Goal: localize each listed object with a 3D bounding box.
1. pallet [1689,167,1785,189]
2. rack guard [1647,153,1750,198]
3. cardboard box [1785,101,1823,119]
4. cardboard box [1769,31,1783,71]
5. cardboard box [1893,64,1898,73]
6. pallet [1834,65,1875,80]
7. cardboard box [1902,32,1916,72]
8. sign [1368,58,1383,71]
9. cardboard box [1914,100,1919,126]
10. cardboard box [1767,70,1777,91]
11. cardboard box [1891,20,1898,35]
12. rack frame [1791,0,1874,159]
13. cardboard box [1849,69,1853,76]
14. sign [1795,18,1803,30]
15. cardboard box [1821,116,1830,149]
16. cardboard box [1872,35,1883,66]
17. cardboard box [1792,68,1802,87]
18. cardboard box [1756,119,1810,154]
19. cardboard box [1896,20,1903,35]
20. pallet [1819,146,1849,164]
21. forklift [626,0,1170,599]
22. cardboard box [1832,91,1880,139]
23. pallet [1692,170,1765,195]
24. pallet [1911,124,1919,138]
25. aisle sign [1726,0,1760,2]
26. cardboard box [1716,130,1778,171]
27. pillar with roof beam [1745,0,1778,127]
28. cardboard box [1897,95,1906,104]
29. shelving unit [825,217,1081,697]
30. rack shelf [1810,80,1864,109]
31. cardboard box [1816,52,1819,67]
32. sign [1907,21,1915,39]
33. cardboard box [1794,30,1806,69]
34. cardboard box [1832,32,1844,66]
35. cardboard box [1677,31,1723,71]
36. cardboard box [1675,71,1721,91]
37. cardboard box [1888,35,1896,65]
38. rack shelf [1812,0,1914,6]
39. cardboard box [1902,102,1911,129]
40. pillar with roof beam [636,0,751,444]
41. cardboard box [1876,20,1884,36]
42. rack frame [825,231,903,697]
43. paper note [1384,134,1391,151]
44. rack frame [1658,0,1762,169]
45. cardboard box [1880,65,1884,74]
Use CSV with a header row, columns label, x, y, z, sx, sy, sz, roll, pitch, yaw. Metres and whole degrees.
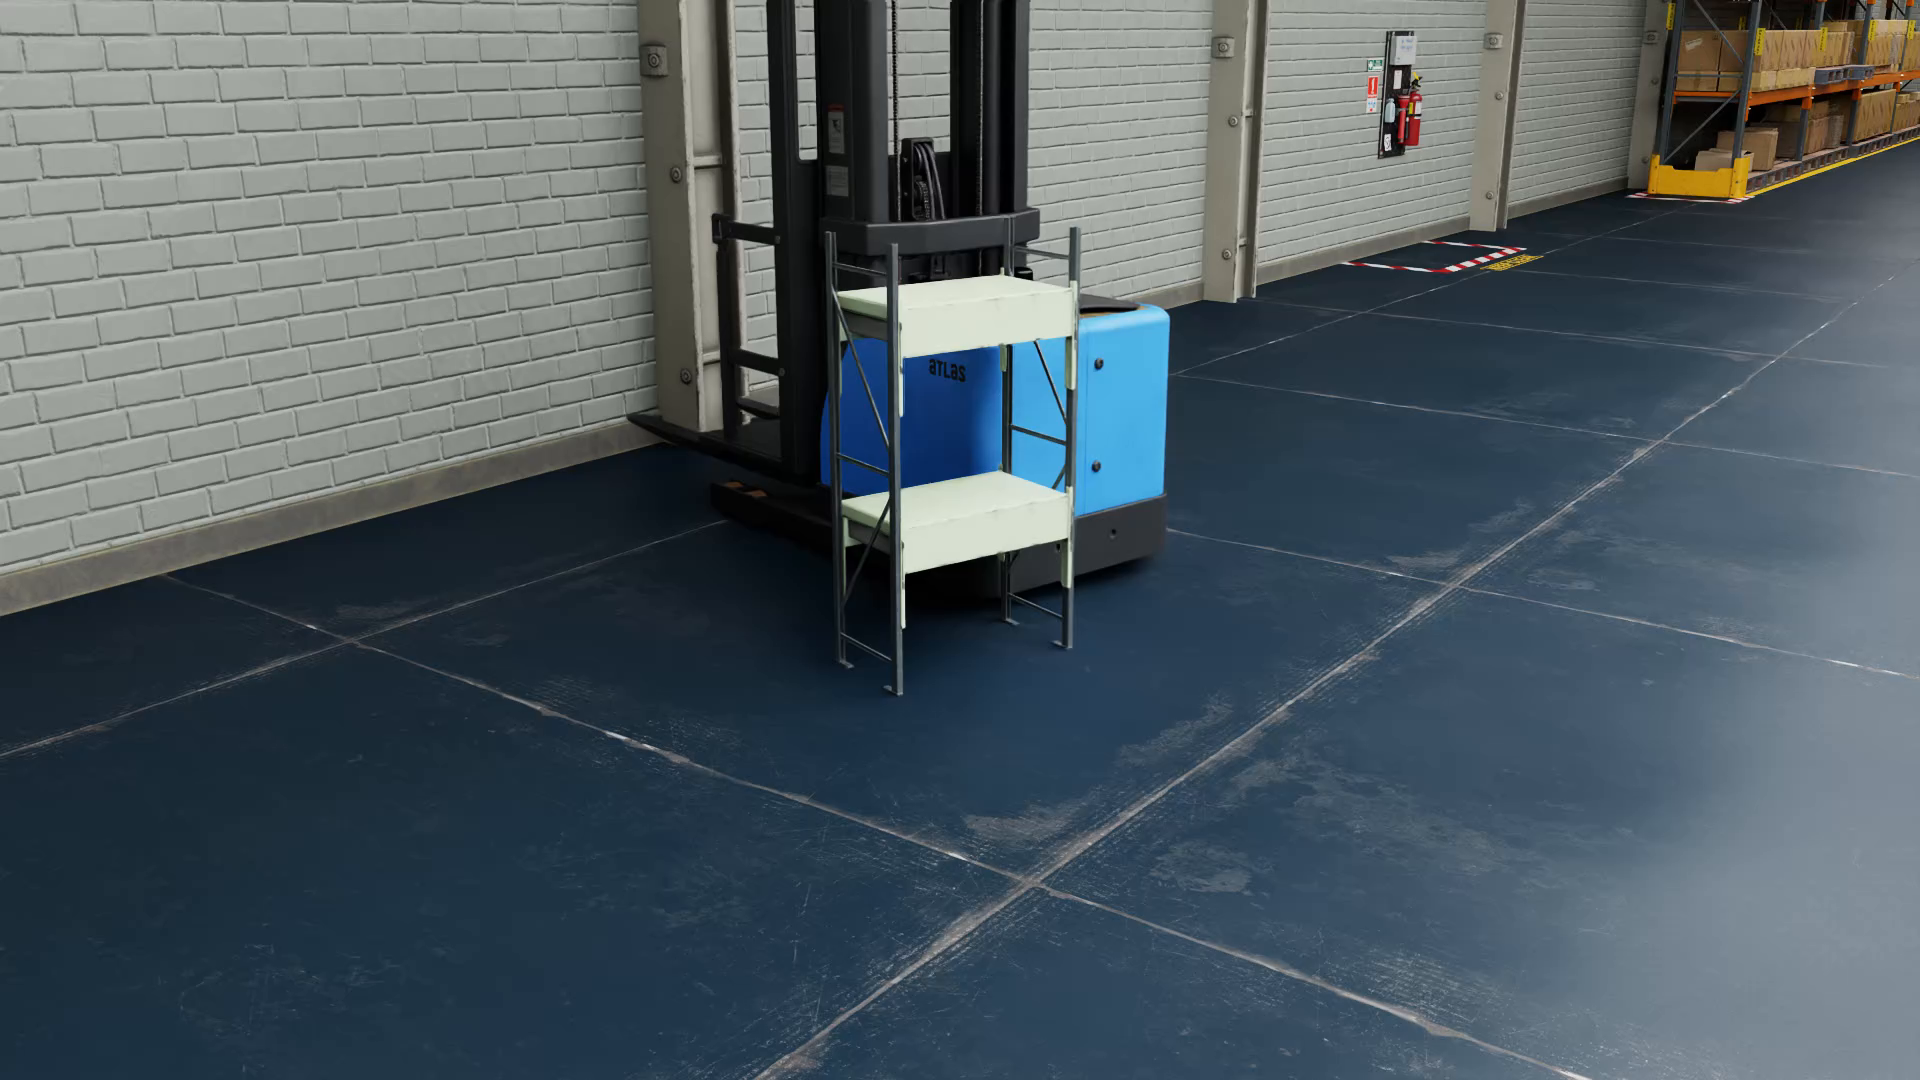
label,x,y,z,sx,sy,sz,roll,pitch,yaw
pallet,10.908,-5.119,23.371,1.003,0.211,1.213,12,21,35
rack guard,9.669,-4.780,21.793,1.175,0.500,0.348,12,21,35
cardboard box,13.310,-6.807,26.313,0.500,0.250,0.500,12,21,34
cardboard box,10.452,-6.428,21.841,0.500,0.500,0.500,12,21,35
cardboard box,16.668,-8.508,29.975,0.380,0.149,0.250,13,21,36
pallet,14.051,-7.581,26.921,1.213,0.211,1.003,12,21,35
cardboard box,17.110,-9.083,30.930,0.980,0.700,0.700,13,21,36
sign,3.865,-4.420,15.467,0.001,0.109,0.331,12,21,35
cardboard box,18.820,-8.589,33.350,0.700,0.500,0.500,12,21,35
cardboard box,10.467,-6.080,21.983,0.500,0.250,0.500,12,21,33
cardboard box,16.084,-8.973,29.113,0.500,0.250,0.500,13,21,36
rack frame,14.390,-7.861,27.500,1.000,3.000,0.127,12,21,35
cardboard box,14.772,-7.788,27.655,0.380,0.149,0.250,12,21,34
sign,13.942,-8.511,27.641,0.100,0.325,0.005,12,21,35
cardboard box,13.603,-6.594,26.894,0.700,0.500,0.500,12,21,35
cardboard box,15.205,-8.254,28.061,0.500,0.500,0.500,13,22,36
cardboard box,11.377,-6.440,23.143,0.500,0.250,0.500,12,21,34
cardboard box,12.699,-6.235,25.736,0.700,0.500,0.500,12,21,34
cardboard box,16.388,-9.095,29.504,0.500,0.250,0.500,13,21,36
pallet,13.923,-6.343,27.315,1.003,0.211,1.213,12,21,35
forklift,-0.483,-1.541,7.265,1.130,2.935,3.031,-14,22,-38
cardboard box,15.461,-7.394,28.914,0.750,0.750,0.750,12,21,34
pallet,10.181,-4.829,22.439,1.003,0.211,1.213,12,21,35
pallet,18.743,-8.230,33.391,1.003,0.211,1.213,12,21,35
aisle sign,9.821,-7.127,20.753,0.394,0.787,0.004,12,21,35
cardboard box,10.925,-5.422,23.120,0.700,0.500,0.500,11,20,31
pillar with roof beam,16.378,-9.809,23.656,9.100,9.000,0.400,12,21,35
cardboard box,17.652,-8.340,31.454,0.380,0.149,0.250,13,22,37
shelving unit,-0.019,-0.306,5.700,0.755,1.500,0.431,-12,21,-34
rack shelf,13.198,-7.041,26.073,1.077,0.370,4.000,12,21,35
cardboard box,12.337,-7.281,24.723,0.700,0.500,0.500,12,21,35
sign,17.215,-9.235,30.106,0.100,0.325,0.005,12,21,35
cardboard box,11.372,-6.799,23.035,0.500,0.500,0.500,12,21,33
cardboard box,13.394,-7.704,26.085,0.700,0.500,0.500,12,21,35
cardboard box,9.734,-6.401,21.755,0.500,0.500,0.500,12,21,34
cardboard box,9.746,-6.039,21.852,0.500,0.250,0.500,13,21,35
cardboard box,16.099,-8.617,29.231,0.500,0.500,0.500,12,21,35
rack shelf,15.582,-9.426,28.696,1.077,0.370,4.000,12,21,35
cardboard box,17.911,-8.221,32.167,0.700,0.500,0.500,13,21,36
pillar with roof beam,2.078,-4.092,5.248,9.100,9.000,0.400,12,21,35
cardboard box,15.187,-8.609,27.941,0.500,0.250,0.500,12,21,34
rack frame,-0.316,-0.242,5.496,0.023,1.500,0.400,-12,21,-34
paper note,4.107,-3.814,15.952,0.016,0.148,0.142,12,21,35
rack frame,9.623,-5.956,21.364,1.000,3.000,0.127,12,21,35
cardboard box,16.007,-8.278,29.232,0.380,0.149,0.250,12,21,33
